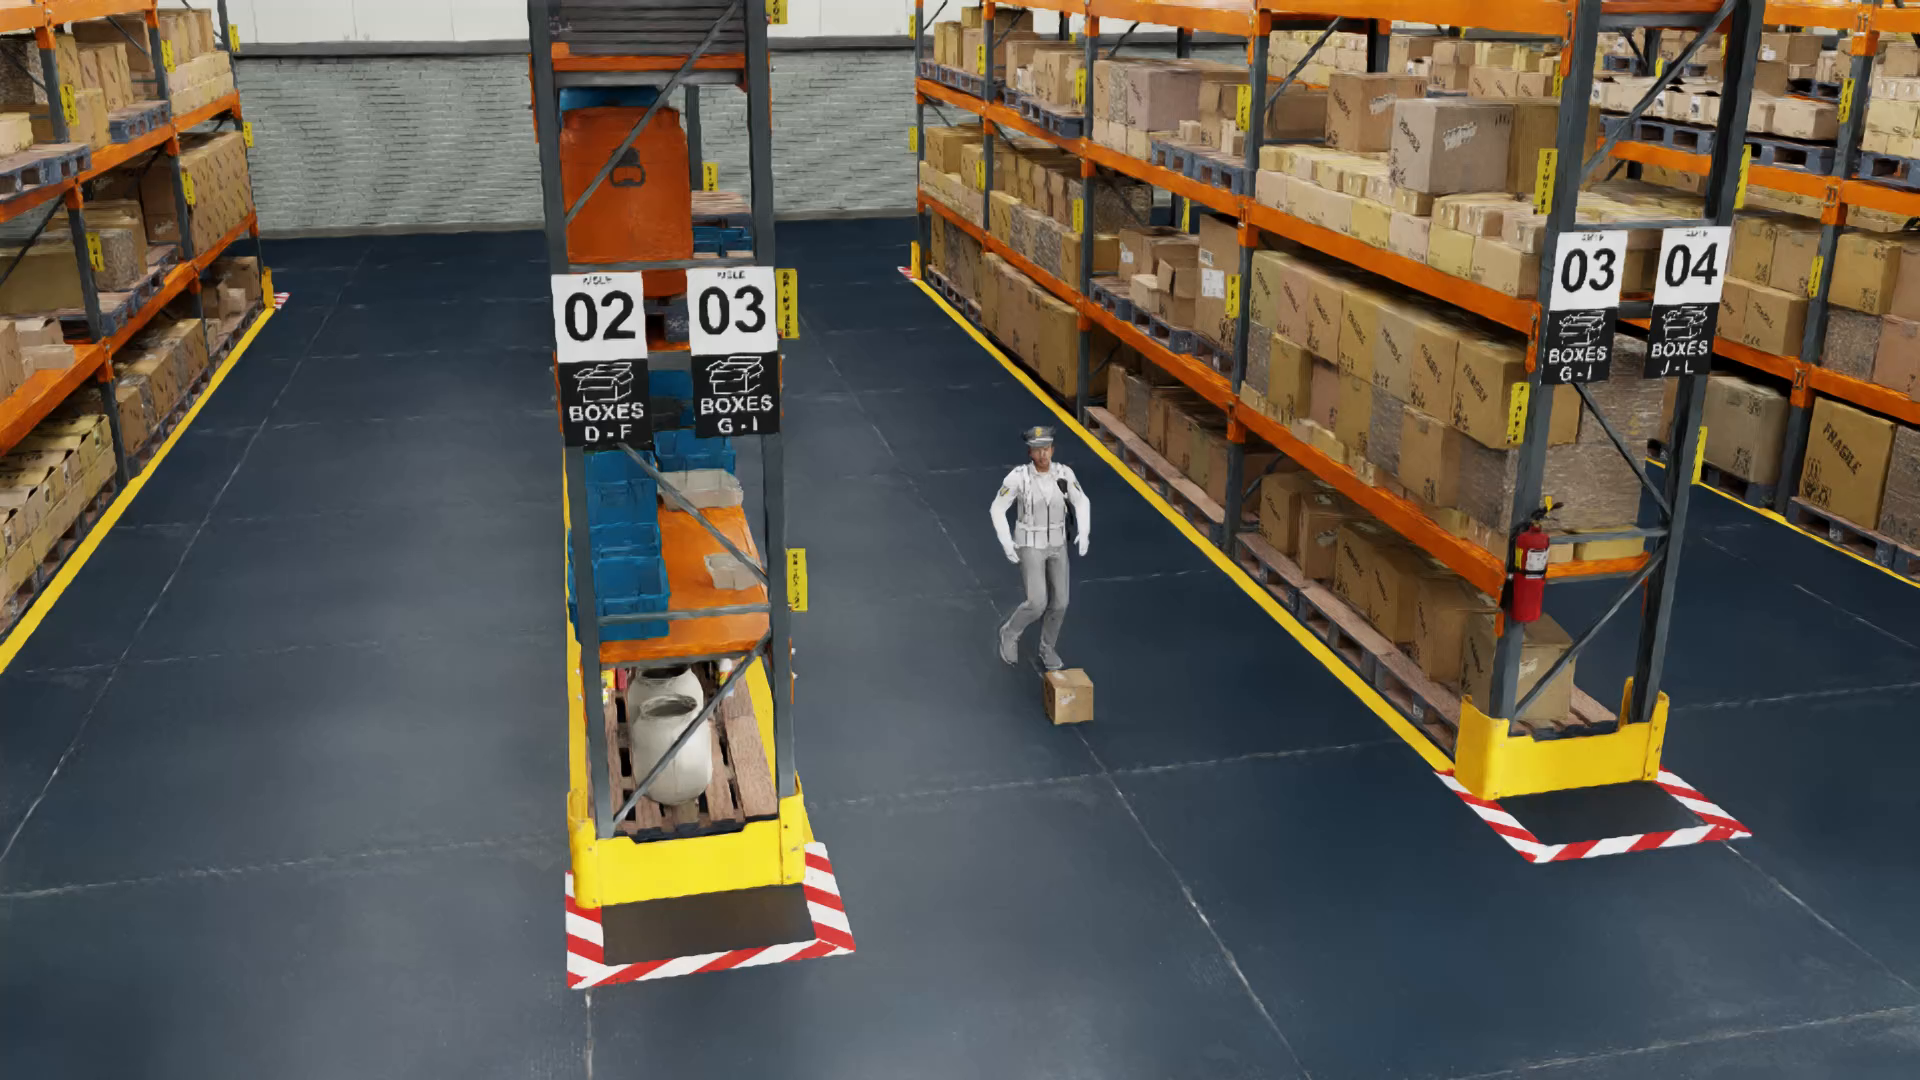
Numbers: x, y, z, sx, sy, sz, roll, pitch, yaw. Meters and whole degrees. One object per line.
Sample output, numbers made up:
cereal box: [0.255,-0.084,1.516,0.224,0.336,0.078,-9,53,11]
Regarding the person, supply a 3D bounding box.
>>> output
person: [0.576,0.055,10.930,0.660,1.667,0.467,-9,21,-22]
